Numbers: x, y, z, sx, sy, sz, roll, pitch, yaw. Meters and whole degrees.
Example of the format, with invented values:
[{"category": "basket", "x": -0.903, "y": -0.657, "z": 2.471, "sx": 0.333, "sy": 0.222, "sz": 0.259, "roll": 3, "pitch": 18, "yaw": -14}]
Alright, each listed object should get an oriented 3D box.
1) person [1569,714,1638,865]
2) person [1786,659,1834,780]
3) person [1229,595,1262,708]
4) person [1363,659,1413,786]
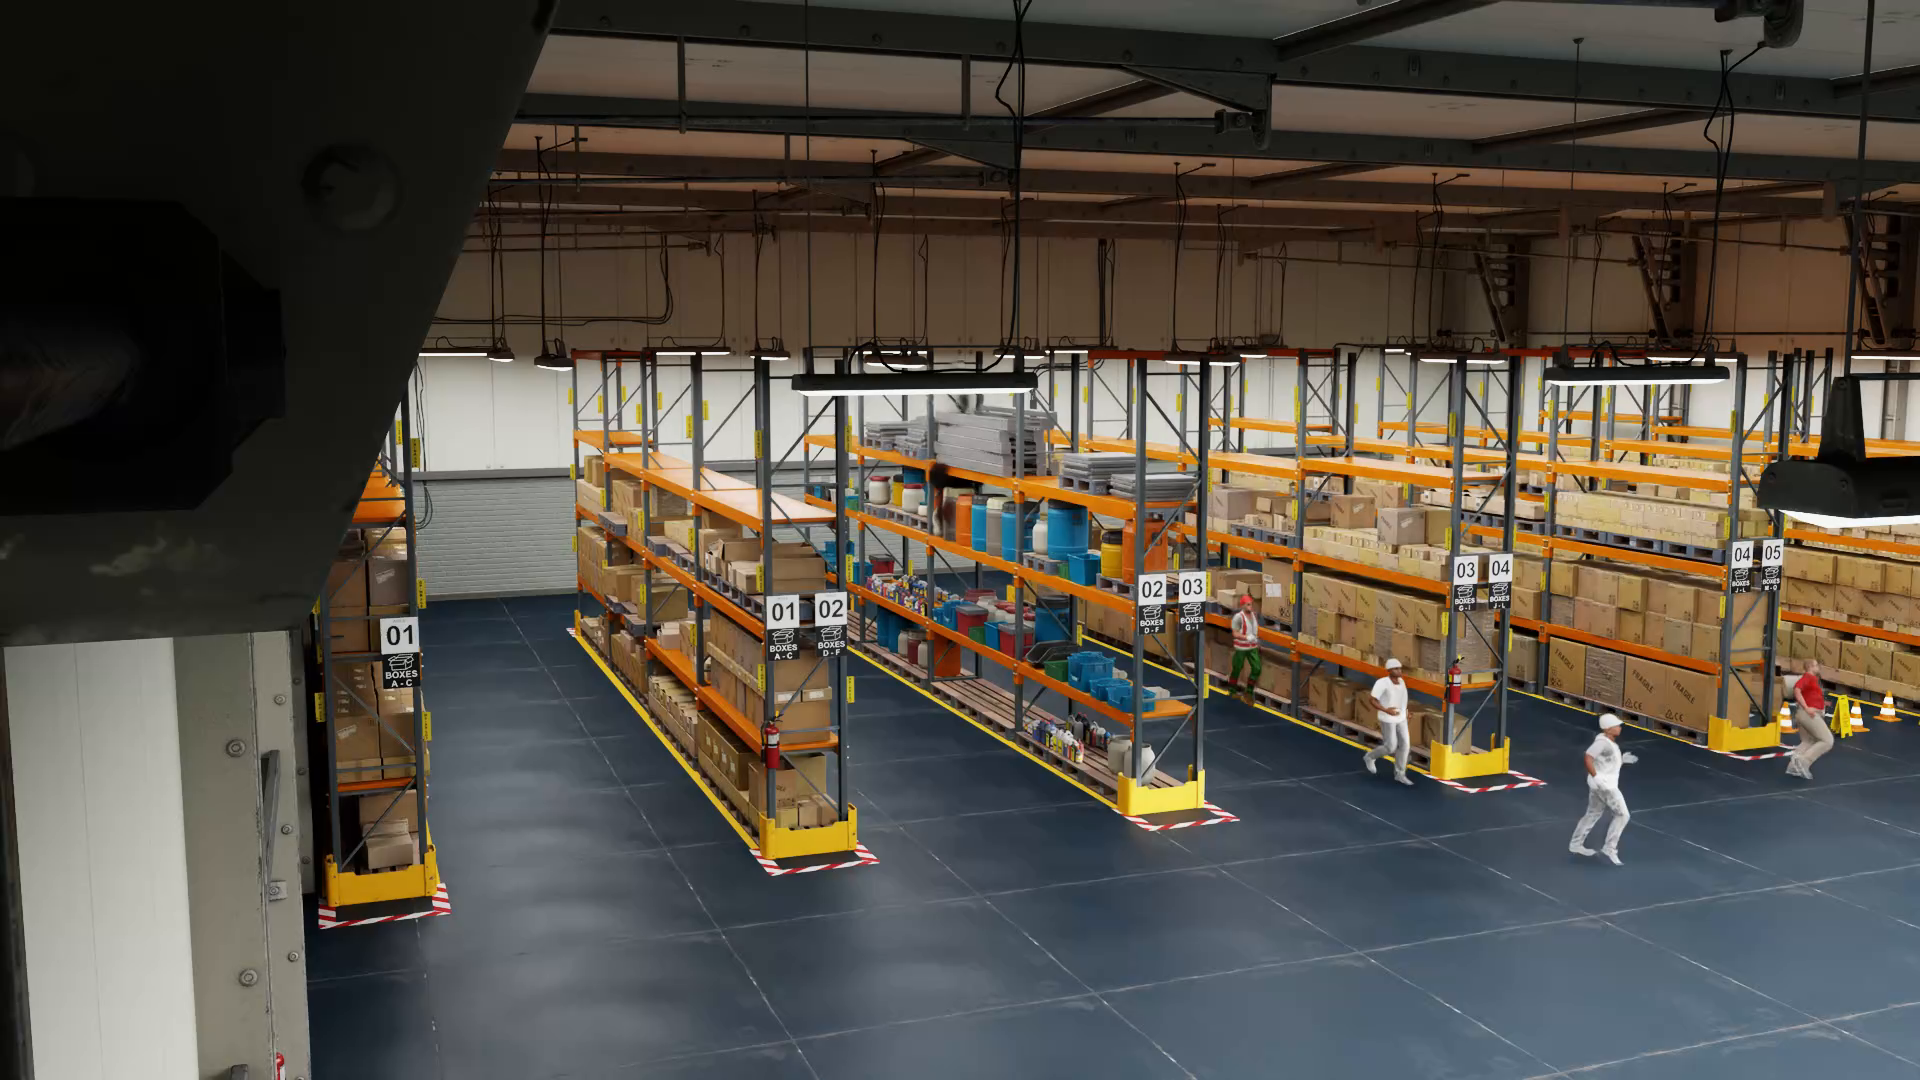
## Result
[{"category": "person", "x": 7.744, "y": 2.990, "z": 19.980, "sx": 0.762, "sy": 1.844, "sz": 0.644, "roll": 1, "pitch": 7, "yaw": 11}, {"category": "person", "x": 12.175, "y": 2.552, "z": 23.821, "sx": 0.575, "sy": 1.694, "sz": 0.665, "roll": 2, "pitch": 7, "yaw": 17}, {"category": "person", "x": 4.698, "y": 1.819, "z": 27.181, "sx": 0.643, "sy": 1.852, "sz": 0.792, "roll": -3, "pitch": 8, "yaw": -25}, {"category": "person", "x": 6.090, "y": 2.549, "z": 23.541, "sx": 0.705, "sy": 1.768, "sz": 0.780, "roll": -5, "pitch": 8, "yaw": -33}]
